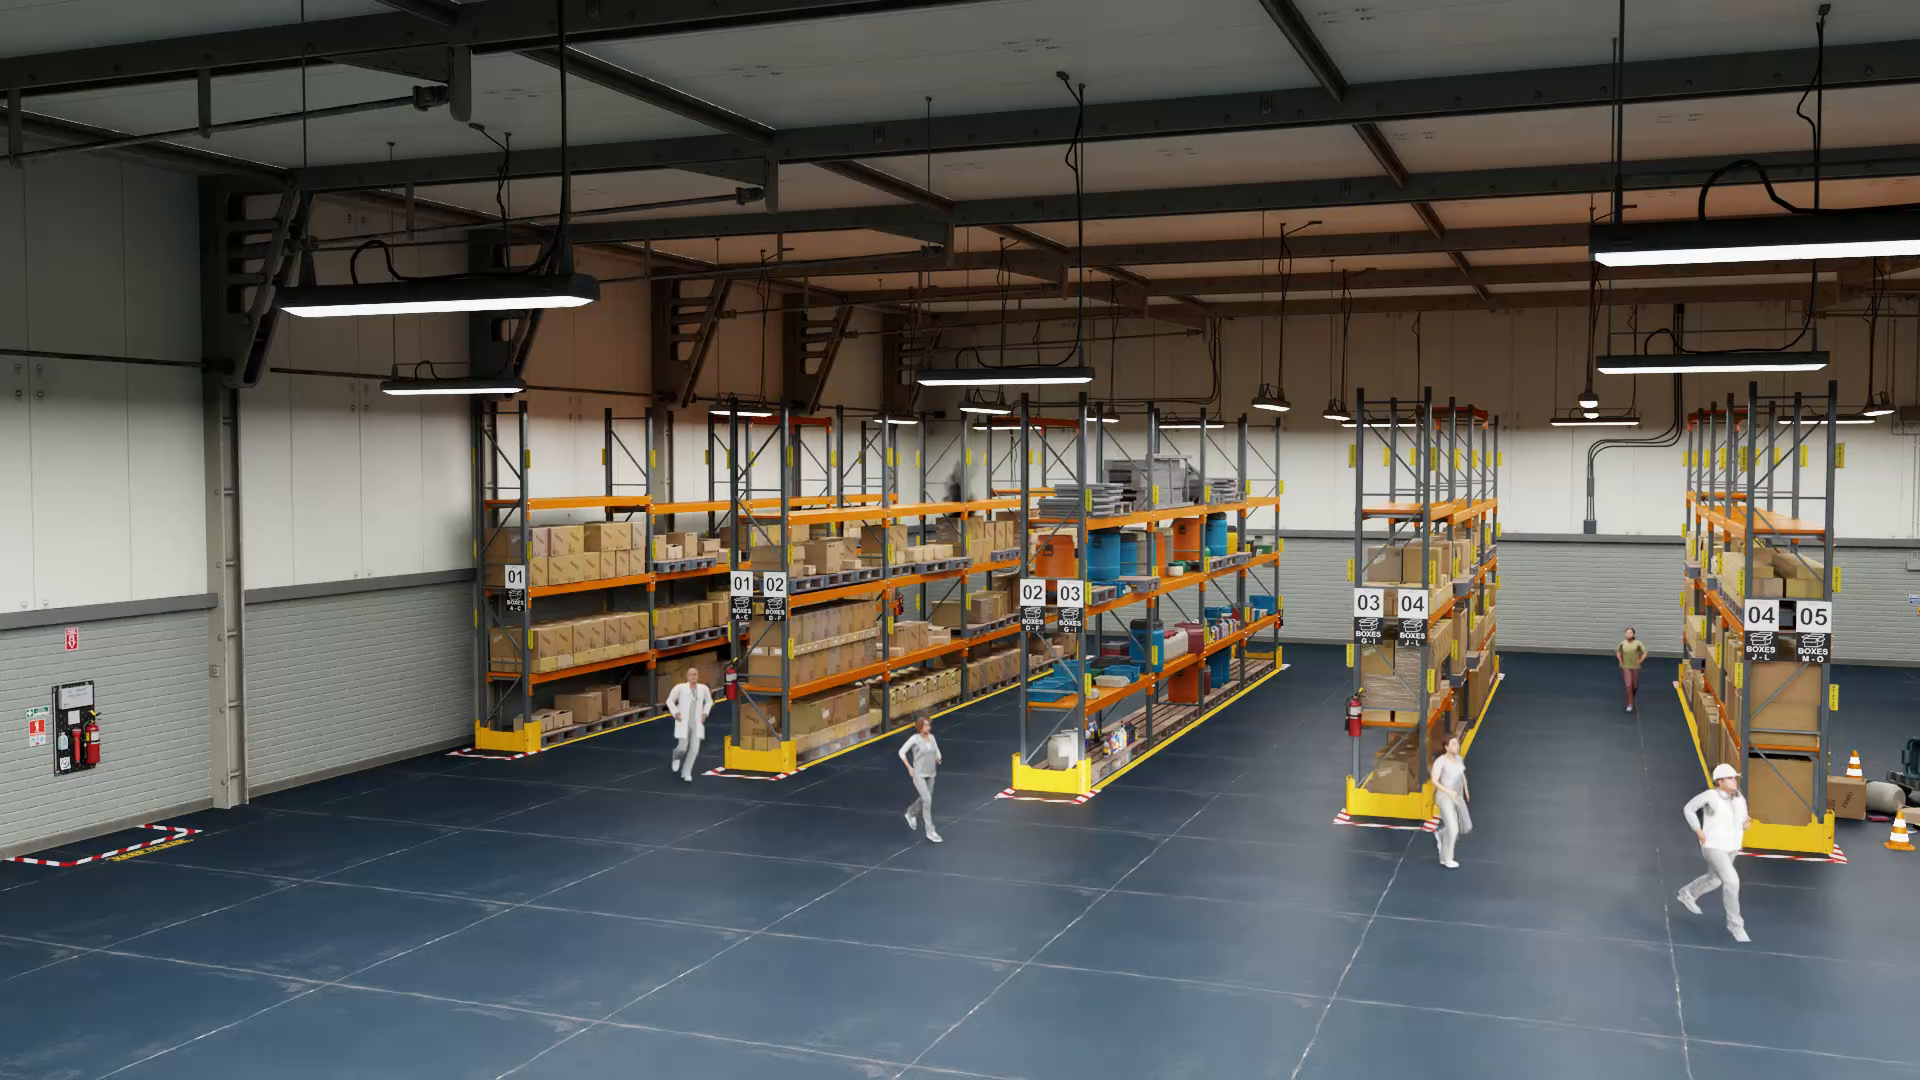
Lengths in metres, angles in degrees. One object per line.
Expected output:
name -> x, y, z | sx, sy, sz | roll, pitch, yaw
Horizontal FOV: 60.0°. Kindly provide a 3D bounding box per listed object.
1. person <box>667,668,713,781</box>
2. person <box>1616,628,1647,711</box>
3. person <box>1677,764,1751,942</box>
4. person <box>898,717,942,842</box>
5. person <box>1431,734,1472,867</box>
person -> -4.231, 2.870, 26.108 | 0.737, 1.736, 0.700 | -1, 3, -21
person -> 13.418, 2.573, 33.253 | 0.575, 1.653, 0.687 | 1, 3, 27
person -> 8.045, 3.279, 17.661 | 0.624, 1.839, 0.972 | -1, 3, -28
person -> -0.504, 3.123, 21.930 | 0.546, 1.599, 0.819 | -2, 4, -41
person -> 6.023, 3.191, 20.432 | 0.605, 1.625, 0.594 | -1, 3, -28
